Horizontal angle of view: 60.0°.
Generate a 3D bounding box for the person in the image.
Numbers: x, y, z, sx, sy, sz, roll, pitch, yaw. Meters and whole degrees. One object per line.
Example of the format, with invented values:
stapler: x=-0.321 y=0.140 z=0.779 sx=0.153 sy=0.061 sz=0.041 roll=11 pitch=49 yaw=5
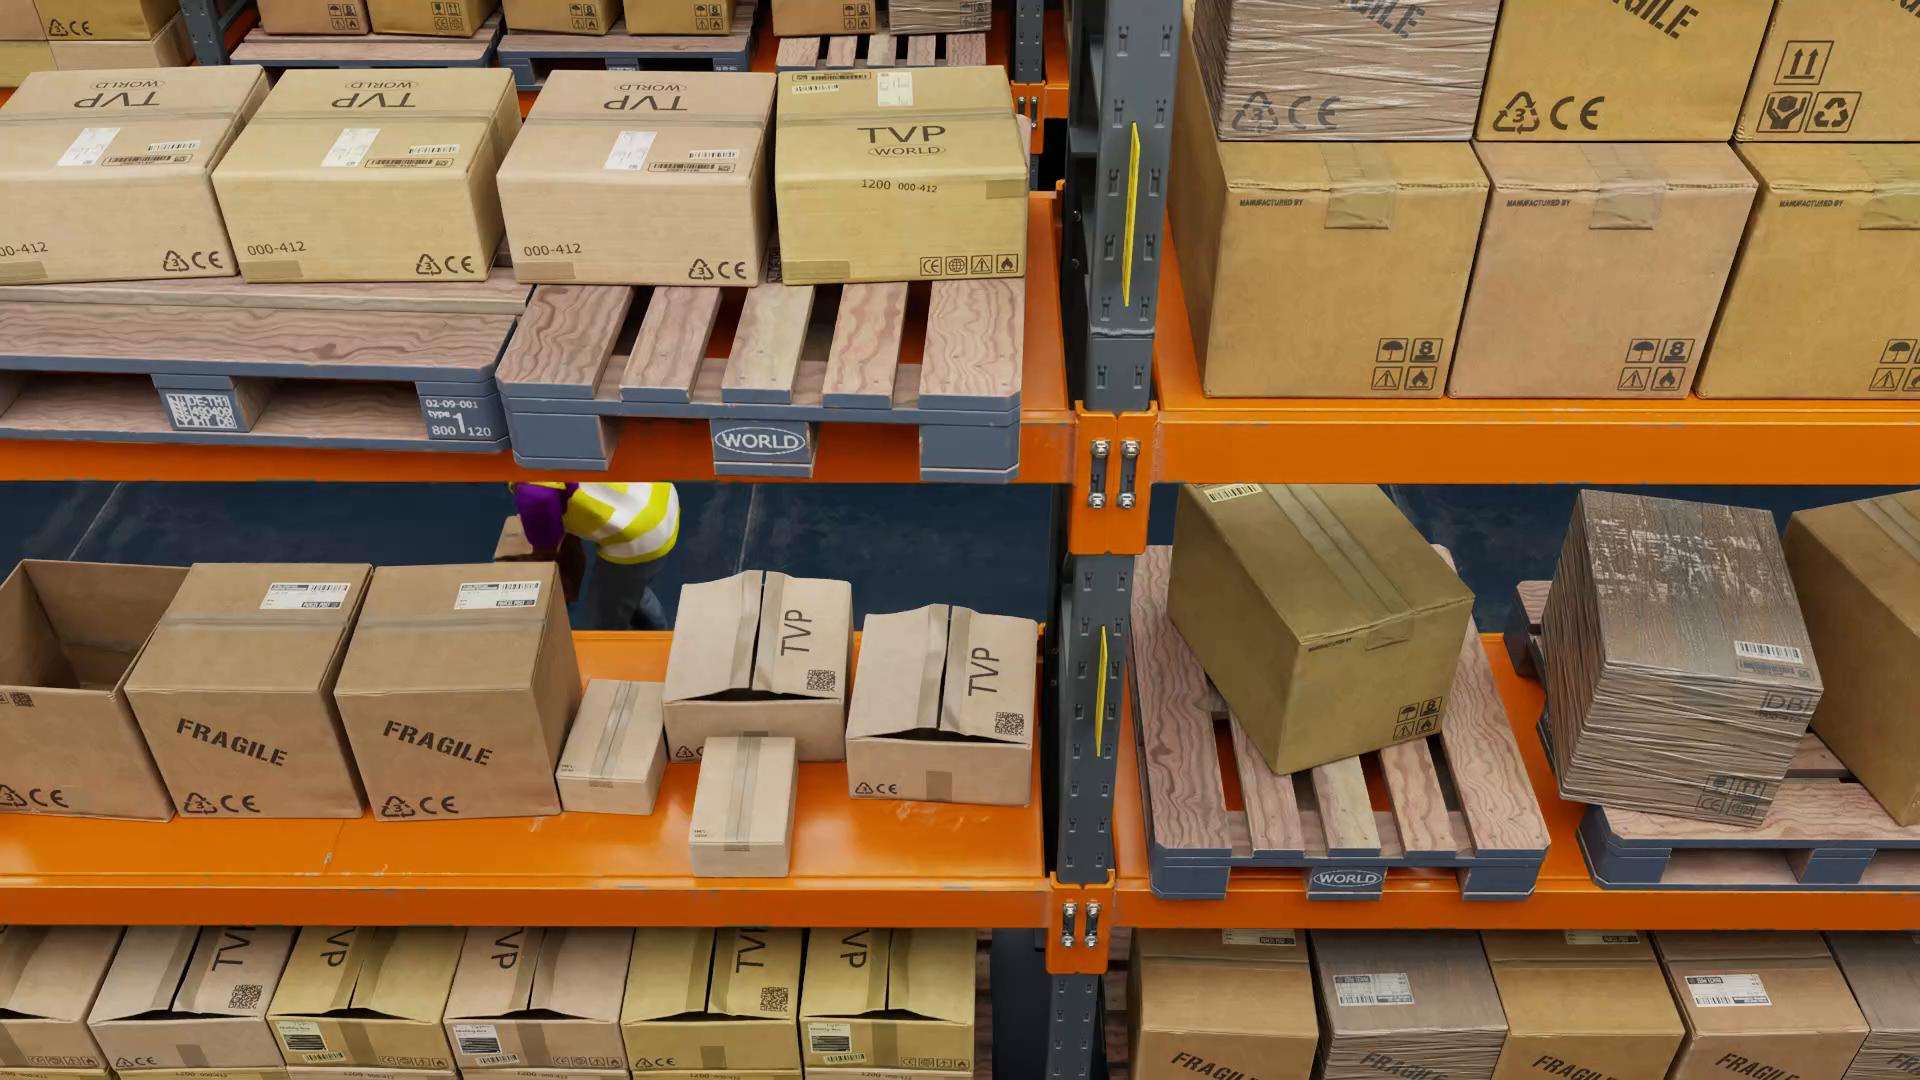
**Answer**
person: x=-1.444 y=0.046 z=6.245 sx=0.798 sy=1.555 sz=0.477 roll=-1 pitch=39 yaw=-1
